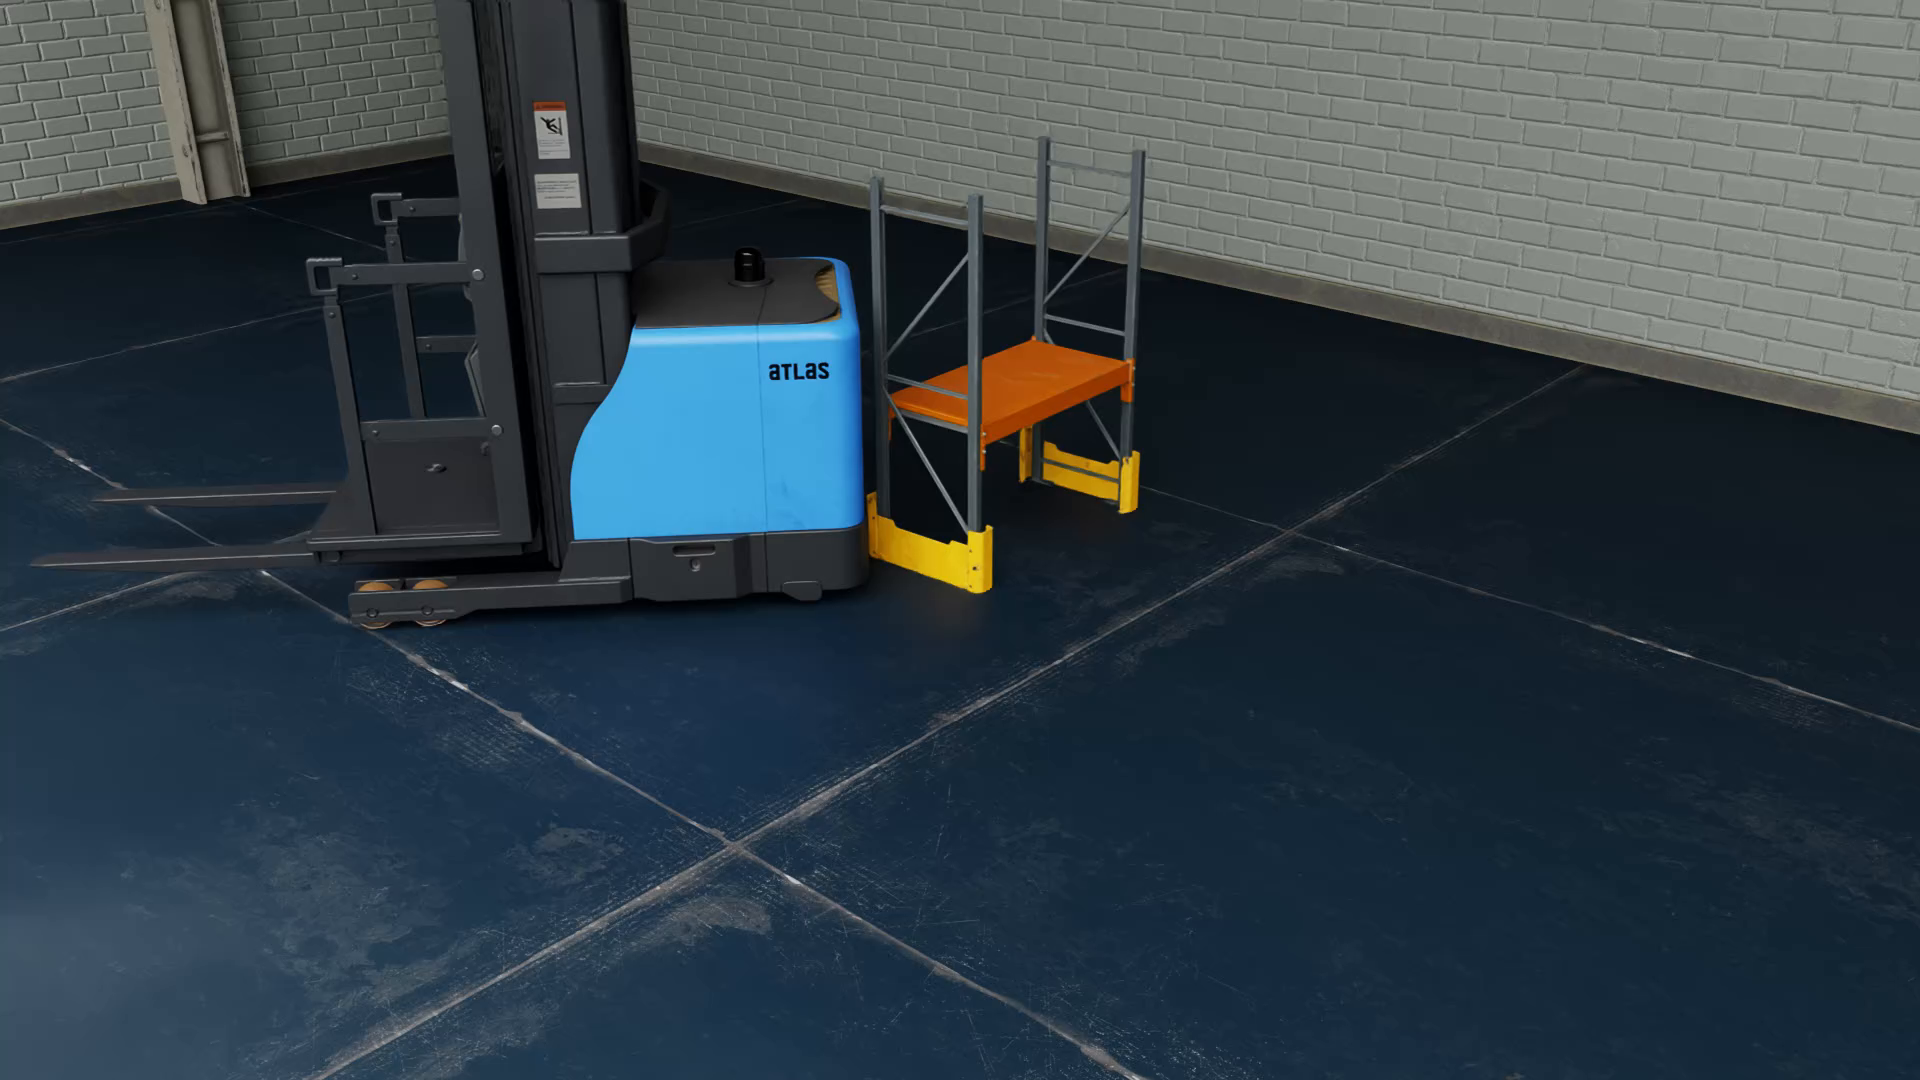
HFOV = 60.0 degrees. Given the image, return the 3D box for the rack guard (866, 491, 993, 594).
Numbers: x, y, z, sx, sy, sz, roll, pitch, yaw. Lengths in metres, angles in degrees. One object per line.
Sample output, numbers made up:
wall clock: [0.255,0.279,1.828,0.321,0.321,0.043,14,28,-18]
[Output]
rack guard: [-0.122,0.004,6.435,0.587,0.250,0.087,18,30,35]

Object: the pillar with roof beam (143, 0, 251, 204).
pillar with roof beam: [-2.383,-5.508,8.037,9.100,9.000,0.400,20,31,38]

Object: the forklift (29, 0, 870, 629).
forklift: [-1.891,-1.243,5.939,3.031,2.935,1.130,-2,24,-5]

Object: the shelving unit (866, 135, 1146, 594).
shelving unit: [0.192,-0.724,6.532,0.587,1.500,1.083,18,30,35]

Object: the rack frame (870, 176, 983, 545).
rack frame: [-0.123,-0.566,6.179,0.500,1.500,0.032,18,30,35]

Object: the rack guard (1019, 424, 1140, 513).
rack guard: [0.506,-0.312,7.141,0.587,0.250,0.087,18,30,35]

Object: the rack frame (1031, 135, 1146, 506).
rack frame: [0.518,-0.889,6.899,0.500,1.500,0.032,18,30,35]

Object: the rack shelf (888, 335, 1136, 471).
rack shelf: [0.198,-0.563,6.612,0.538,0.185,1.000,18,30,35]
